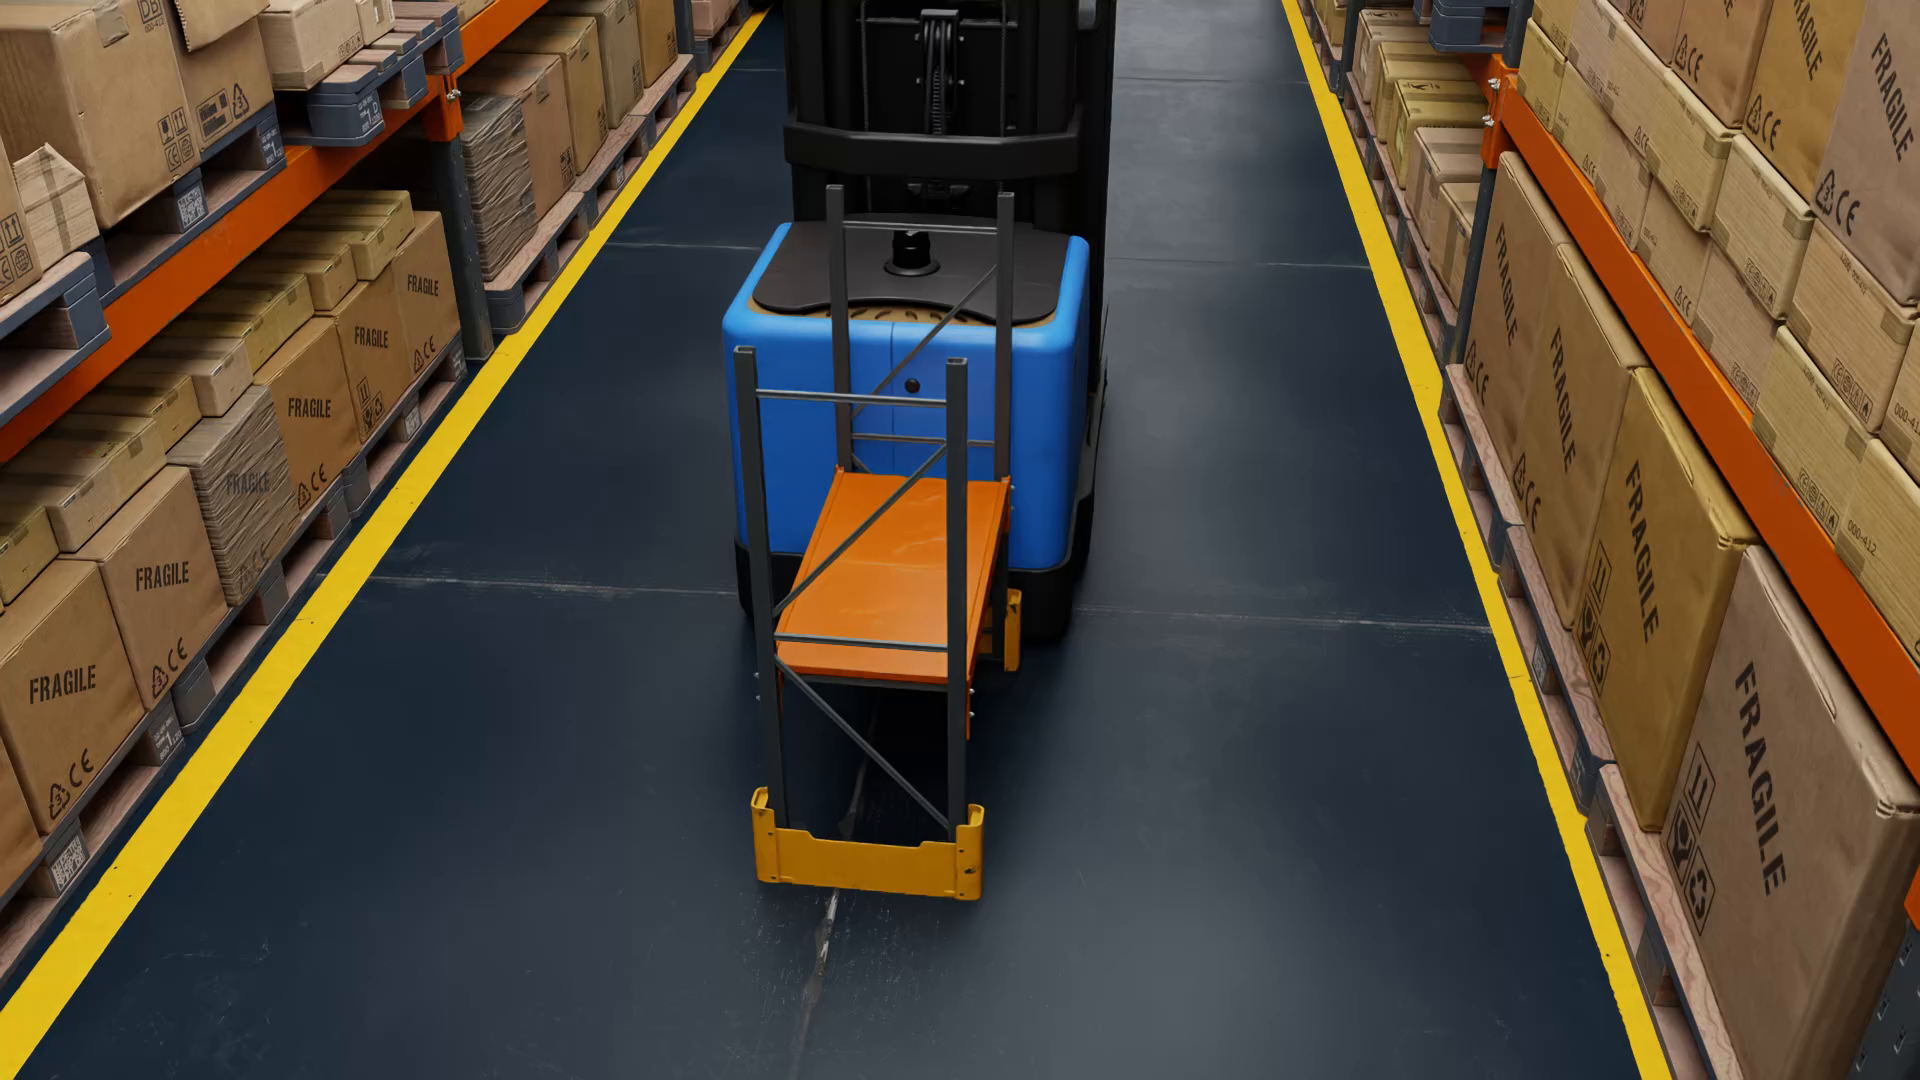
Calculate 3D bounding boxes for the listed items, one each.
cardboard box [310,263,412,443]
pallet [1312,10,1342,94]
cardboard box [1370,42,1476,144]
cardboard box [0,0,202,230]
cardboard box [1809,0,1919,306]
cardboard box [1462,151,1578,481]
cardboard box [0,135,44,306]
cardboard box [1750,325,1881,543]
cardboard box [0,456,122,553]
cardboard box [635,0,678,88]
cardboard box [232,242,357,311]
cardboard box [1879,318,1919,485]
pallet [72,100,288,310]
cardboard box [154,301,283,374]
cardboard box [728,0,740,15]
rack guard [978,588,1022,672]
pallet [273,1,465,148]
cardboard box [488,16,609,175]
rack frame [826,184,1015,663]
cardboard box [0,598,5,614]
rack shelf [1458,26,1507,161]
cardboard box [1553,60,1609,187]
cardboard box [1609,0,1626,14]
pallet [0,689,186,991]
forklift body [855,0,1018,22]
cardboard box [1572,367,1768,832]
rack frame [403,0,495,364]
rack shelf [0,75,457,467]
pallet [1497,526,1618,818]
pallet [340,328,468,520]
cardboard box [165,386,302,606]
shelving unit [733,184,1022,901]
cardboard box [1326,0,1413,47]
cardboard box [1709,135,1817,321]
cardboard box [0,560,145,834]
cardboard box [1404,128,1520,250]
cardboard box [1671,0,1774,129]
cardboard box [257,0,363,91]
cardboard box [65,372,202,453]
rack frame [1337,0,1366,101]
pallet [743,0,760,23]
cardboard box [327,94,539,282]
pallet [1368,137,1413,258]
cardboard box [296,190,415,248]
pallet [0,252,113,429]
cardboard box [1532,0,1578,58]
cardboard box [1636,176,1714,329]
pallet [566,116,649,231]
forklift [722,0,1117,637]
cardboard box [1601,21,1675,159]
[{"bbox_3d":[-2.346,-0.691,5.995,0.500,0.500,0.500,2,32,3],"label":"cardboard box"},{"bbox_3d":[2.818,-3.115,10.604,1.003,0.211,1.213,2,32,4],"label":"pallet"},{"bbox_3d":[2.703,-2.359,8.824,0.950,0.372,0.625,4,32,7],"label":"cardboard box"},{"bbox_3d":[-2.432,-1.122,4.217,0.700,0.500,0.500,2,32,4],"label":"cardboard box"},{"bbox_3d":[1.968,-0.750,3.059,0.500,0.500,0.500,3,32,5],"label":"cardboard box"},{"bbox_3d":[2.334,-0.775,5.773,0.875,0.875,0.875,2,32,4],"label":"cardboard box"},{"bbox_3d":[-2.496,-0.712,3.551,0.700,0.500,0.500,3,32,5],"label":"cardboard box"},{"bbox_3d":[1.975,-0.214,3.381,0.500,0.250,0.500,2,32,3],"label":"cardboard box"},{"bbox_3d":[-2.485,-0.099,4.416,0.380,0.149,0.250,2,32,4],"label":"cardboard box"},{"bbox_3d":[-2.181,-3.054,9.710,0.875,0.625,0.625,4,32,6],"label":"cardboard box"},{"bbox_3d":[-2.319,-0.910,5.732,0.380,0.149,0.250,1,32,2],"label":"cardboard box"},{"bbox_3d":[1.941,-0.156,2.811,0.500,0.250,0.500,2,32,4],"label":"cardboard box"},{"bbox_3d":[-2.629,-0.969,4.647,1.003,0.211,1.213,2,32,4],"label":"pallet"},{"bbox_3d":[-2.406,-0.643,5.299,0.380,0.149,0.250,2,32,3],"label":"cardboard box"},{"bbox_3d":[-1.754,-3.673,11.071,0.500,0.250,0.500,2,32,3],"label":"cardboard box"},{"bbox_3d":[-0.109,0.258,5.092,0.587,0.250,0.087,4,32,6],"label":"rack guard"},{"bbox_3d":[-2.460,-1.629,5.717,1.213,0.211,1.003,2,32,4],"label":"pallet"},{"bbox_3d":[-2.311,-2.256,8.414,0.875,0.625,0.625,1,32,2],"label":"cardboard box"},{"bbox_3d":[-0.106,-0.284,4.781,0.500,1.500,0.032,4,32,6],"label":"rack frame"},{"bbox_3d":[-2.551,0.174,3.973,0.380,0.149,0.250,1,32,1],"label":"cardboard box"},{"bbox_3d":[2.635,-2.598,7.792,1.077,0.370,4.000,2,32,4],"label":"rack shelf"},{"bbox_3d":[2.158,-1.280,5.111,0.500,0.250,0.500,2,32,3],"label":"cardboard box"},{"bbox_3d":[2.158,-1.819,4.794,0.500,0.500,0.500,3,32,4],"label":"cardboard box"},{"bbox_3d":[-2.772,0.784,4.277,1.003,0.211,1.213,2,32,4],"label":"pallet"},{"bbox_3d":[-0.160,-4.821,11.522,2.313,2.155,1.214,2,32,4],"label":"forklift body"},{"bbox_3d":[2.183,0.159,4.258,0.875,0.875,0.875,3,32,5],"label":"cardboard box"},{"bbox_3d":[-2.475,-2.068,6.247,1.000,3.000,0.127,2,32,4],"label":"rack frame"},{"bbox_3d":[-2.638,-0.716,4.739,1.077,0.370,4.000,2,32,4],"label":"rack shelf"},{"bbox_3d":[2.231,0.374,4.941,1.003,0.211,1.213,2,32,4],"label":"pallet"},{"bbox_3d":[-2.573,-0.492,6.348,1.003,0.211,1.213,2,32,4],"label":"pallet"},{"bbox_3d":[-2.410,-0.145,5.109,0.500,0.500,0.500,1,32,2],"label":"cardboard box"},{"bbox_3d":[-0.171,-0.014,4.344,0.587,1.500,1.083,4,32,6],"label":"shelving unit"},{"bbox_3d":[2.579,-3.279,10.431,0.500,0.250,0.500,4,32,6],"label":"cardboard box"},{"bbox_3d":[2.010,-0.689,3.676,0.500,0.250,0.500,3,32,5],"label":"cardboard box"},{"bbox_3d":[-2.503,0.387,4.246,0.500,0.500,0.500,2,32,3],"label":"cardboard box"},{"bbox_3d":[2.581,-1.599,7.591,0.950,0.372,0.625,2,32,3],"label":"cardboard box"},{"bbox_3d":[2.056,-1.285,3.928,0.500,0.500,0.500,3,32,5],"label":"cardboard box"},{"bbox_3d":[-2.238,-1.618,5.258,0.500,0.250,0.500,1,32,2],"label":"cardboard box"},{"bbox_3d":[-2.469,-0.371,4.858,0.380,0.149,0.250,3,32,4],"label":"cardboard box"},{"bbox_3d":[2.798,-3.950,9.300,1.000,3.000,0.127,2,32,4],"label":"rack frame"},{"bbox_3d":[-1.946,-4.026,12.082,1.003,0.211,1.213,2,32,4],"label":"pallet"},{"bbox_3d":[-2.410,-1.562,7.288,0.875,0.625,0.625,3,32,6],"label":"cardboard box"},{"bbox_3d":[2.640,-1.716,8.333,1.003,0.211,1.213,2,32,4],"label":"pallet"},{"bbox_3d":[-2.263,-1.190,6.186,0.380,0.149,0.250,1,32,2],"label":"cardboard box"},{"bbox_3d":[-2.627,-0.308,3.574,1.003,0.211,1.213,2,32,4],"label":"pallet"},{"bbox_3d":[2.185,-1.753,5.401,0.500,0.250,0.500,2,32,4],"label":"cardboard box"},{"bbox_3d":[2.073,-0.748,4.247,0.500,0.250,0.500,2,32,4],"label":"cardboard box"},{"bbox_3d":[-2.267,-1.946,8.707,1.003,0.211,1.213,2,32,4],"label":"pallet"},{"bbox_3d":[-0.004,-1.703,5.720,1.130,2.935,3.031,4,32,6],"label":"forklift"},{"bbox_3d":[2.089,-1.222,4.541,0.500,0.250,0.500,2,32,4],"label":"cardboard box"}]
